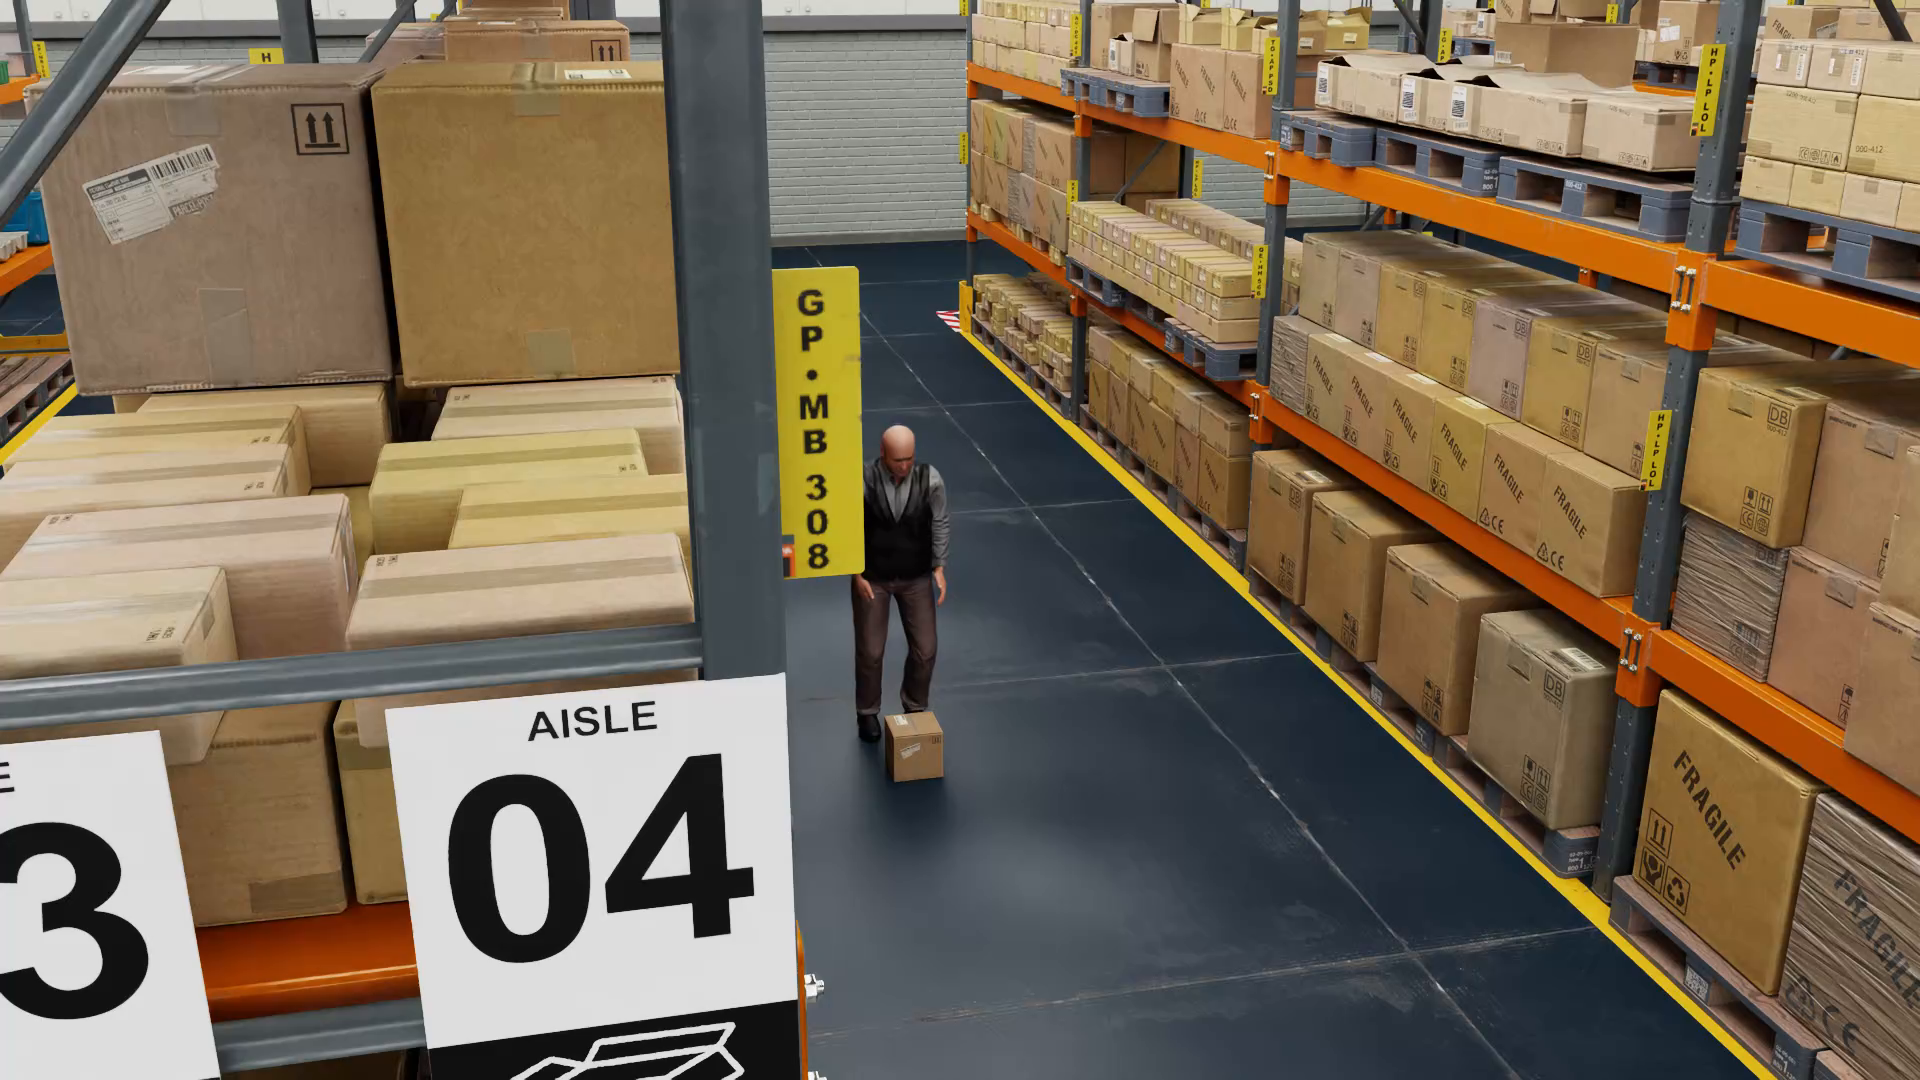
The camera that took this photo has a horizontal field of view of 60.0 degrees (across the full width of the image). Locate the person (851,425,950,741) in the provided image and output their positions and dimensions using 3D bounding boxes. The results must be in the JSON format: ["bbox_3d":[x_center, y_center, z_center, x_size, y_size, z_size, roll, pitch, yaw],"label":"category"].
[{"bbox_3d":[-0.322,0.204,8.598,0.552,1.686,0.410,-4,20,-11],"label":"person"}]
